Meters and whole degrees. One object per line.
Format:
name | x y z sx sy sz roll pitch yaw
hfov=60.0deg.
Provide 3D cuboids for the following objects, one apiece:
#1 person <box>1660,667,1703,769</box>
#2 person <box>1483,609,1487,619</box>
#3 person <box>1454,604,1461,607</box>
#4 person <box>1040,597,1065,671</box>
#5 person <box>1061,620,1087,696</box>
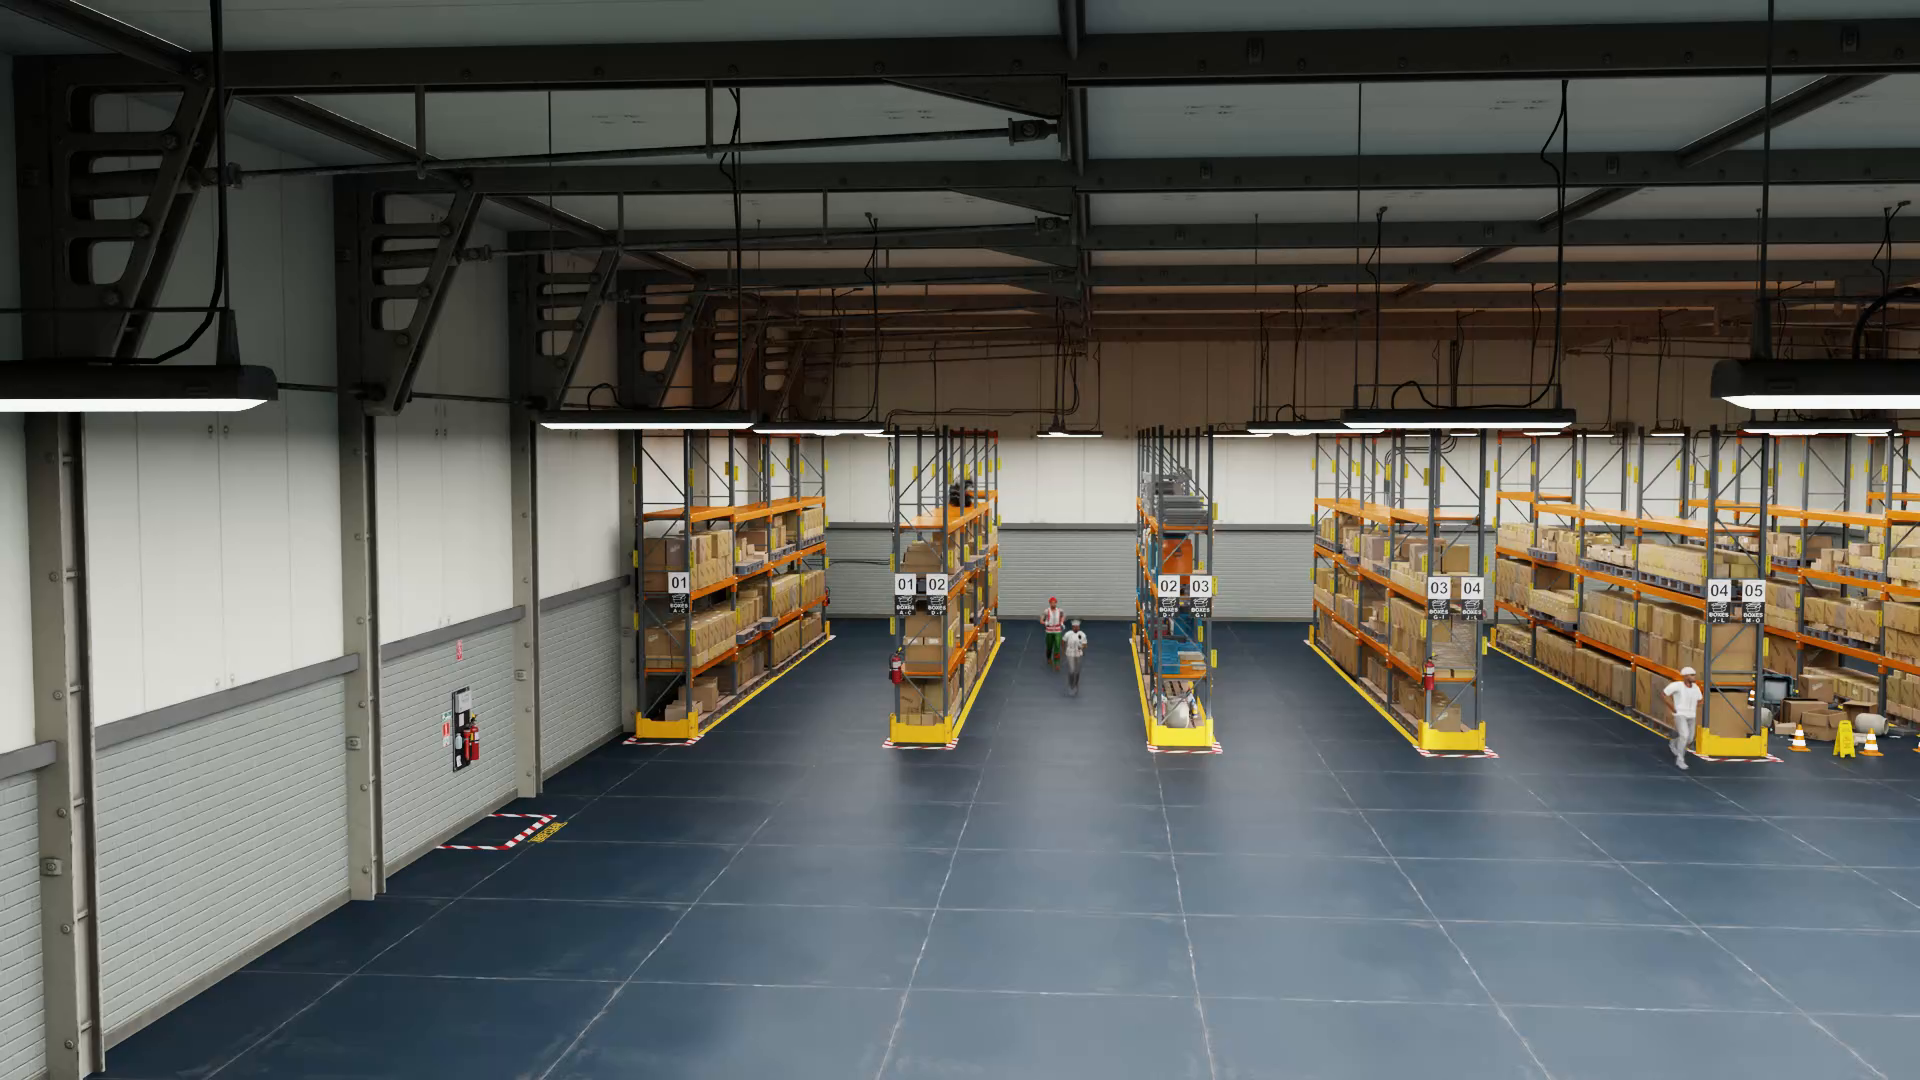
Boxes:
person | 12.813 3.110 29.380 0.729 1.736 0.889 -1 4 -15
person | 13.300 2.285 43.084 0.651 1.739 0.856 1 4 16
person | 13.514 2.071 45.976 0.768 1.744 1.047 3 4 37
person | 2.323 2.315 41.470 0.656 1.786 0.979 0 3 -6
person | 2.578 2.641 37.366 0.536 1.726 0.801 0 3 -5
